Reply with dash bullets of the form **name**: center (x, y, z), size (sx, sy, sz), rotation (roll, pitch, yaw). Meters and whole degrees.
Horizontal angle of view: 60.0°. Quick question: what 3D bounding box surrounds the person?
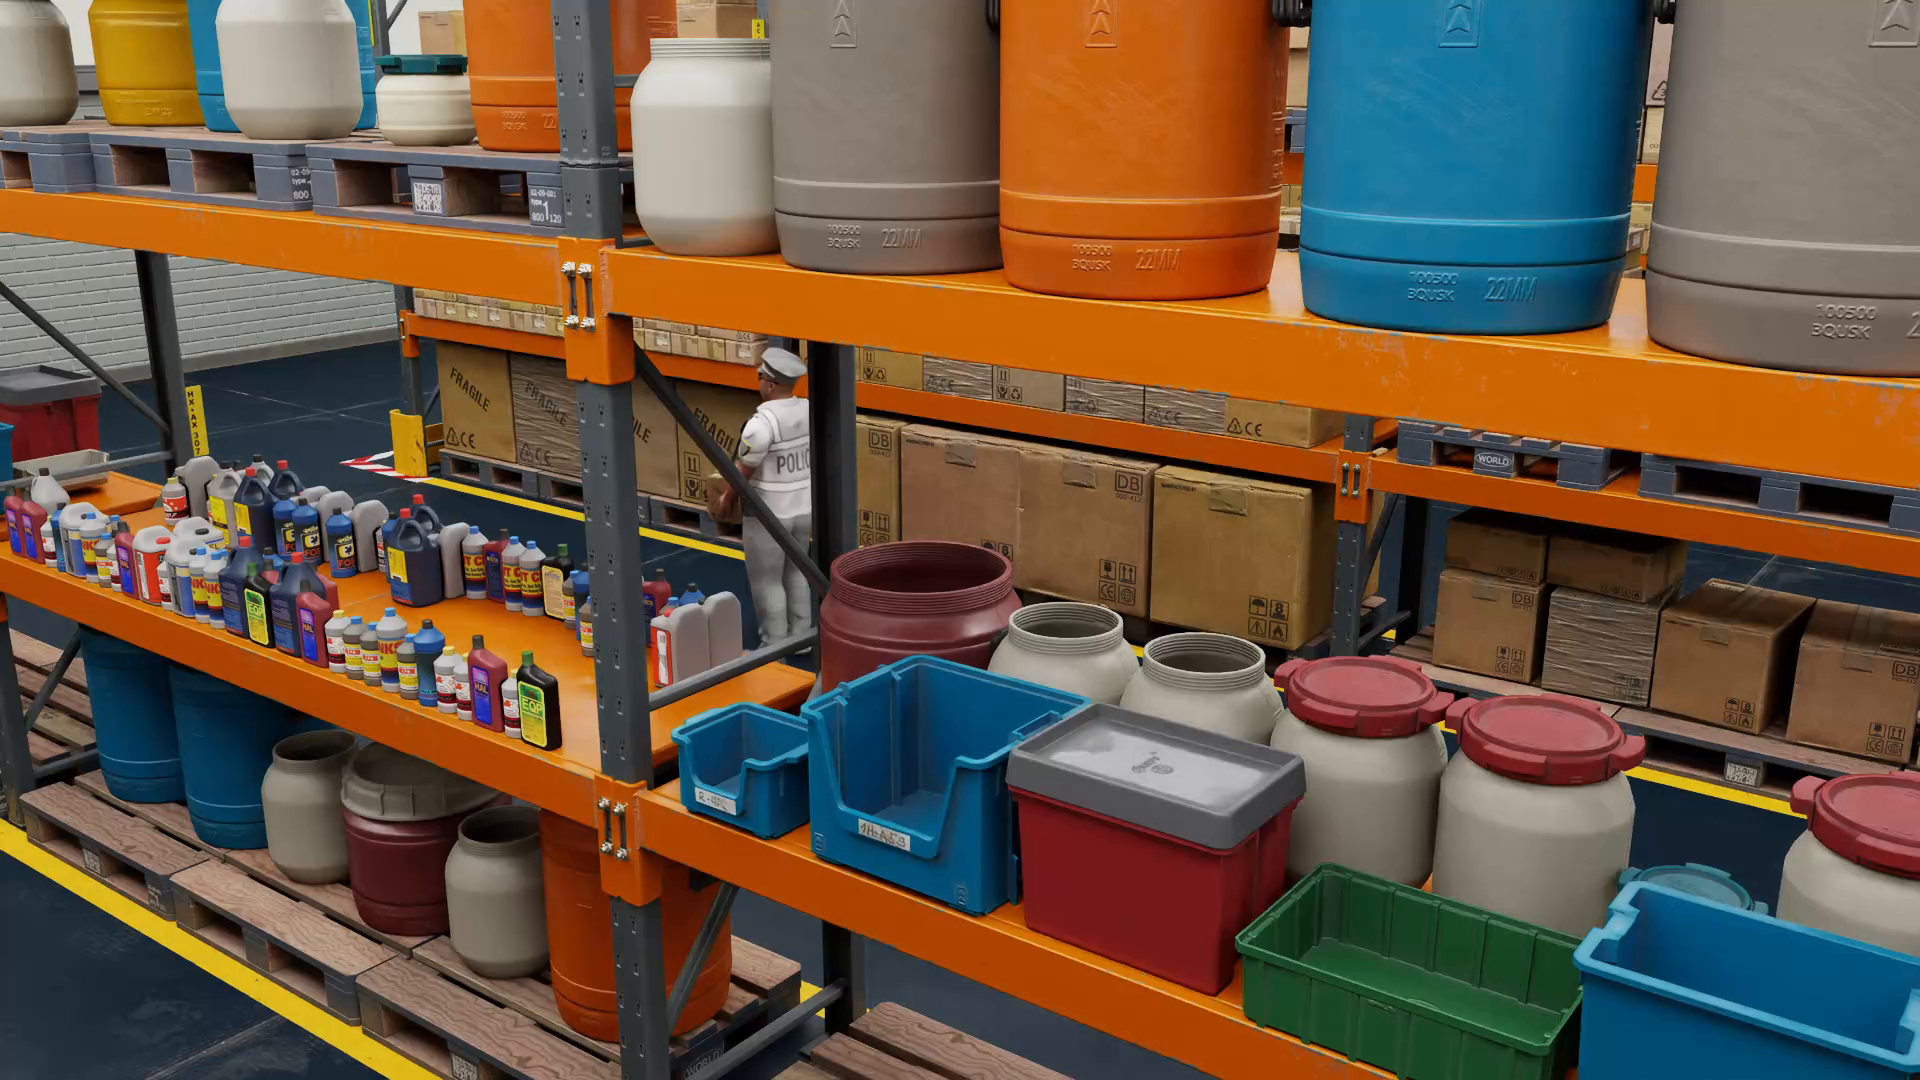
- **person**: center (-1.038, -0.178, 9.071), size (0.538, 1.782, 0.537), rotation (12, 20, 35)
